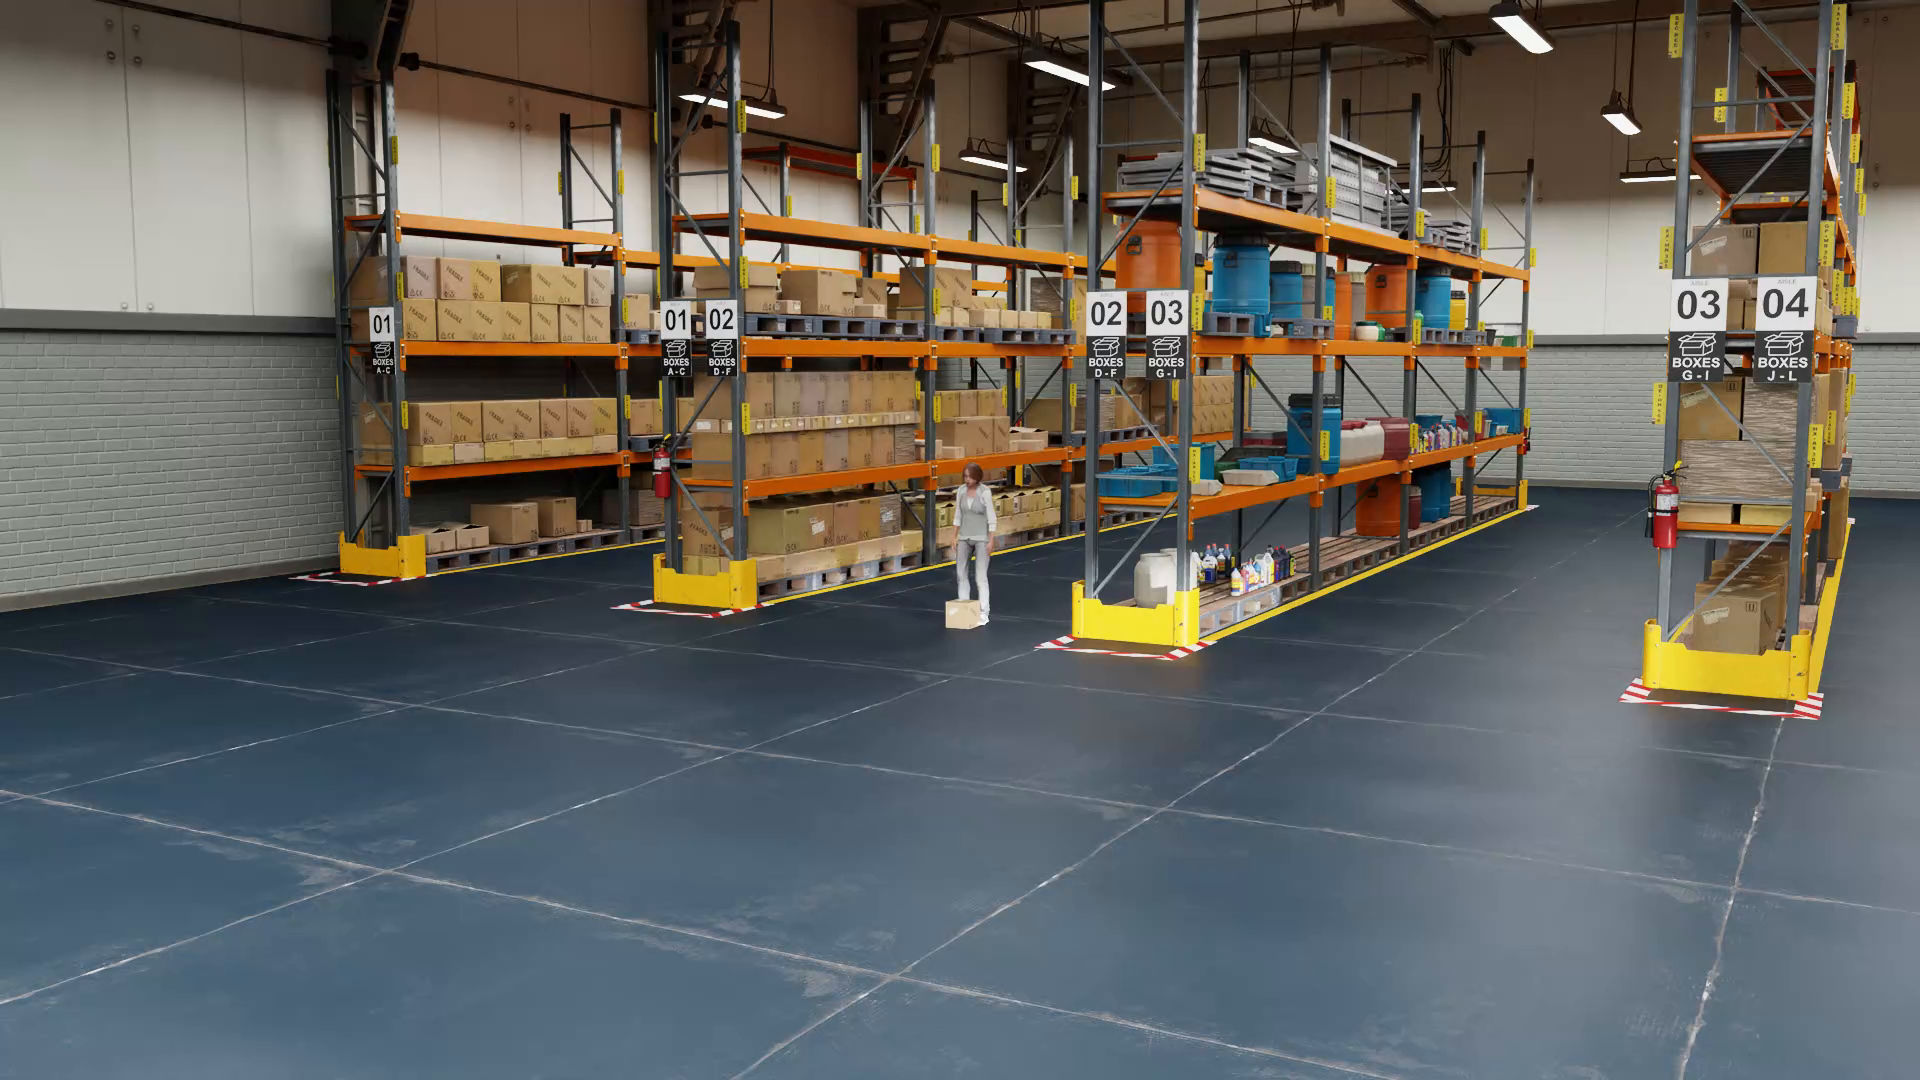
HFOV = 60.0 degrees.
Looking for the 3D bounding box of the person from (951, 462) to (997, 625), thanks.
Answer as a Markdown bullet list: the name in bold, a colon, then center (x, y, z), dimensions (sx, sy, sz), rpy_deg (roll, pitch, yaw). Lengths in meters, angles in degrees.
- **person**: center (0.133, 0.029, 16.301), dimensions (0.470, 1.591, 0.350), rpy_deg (3, 7, 28)
